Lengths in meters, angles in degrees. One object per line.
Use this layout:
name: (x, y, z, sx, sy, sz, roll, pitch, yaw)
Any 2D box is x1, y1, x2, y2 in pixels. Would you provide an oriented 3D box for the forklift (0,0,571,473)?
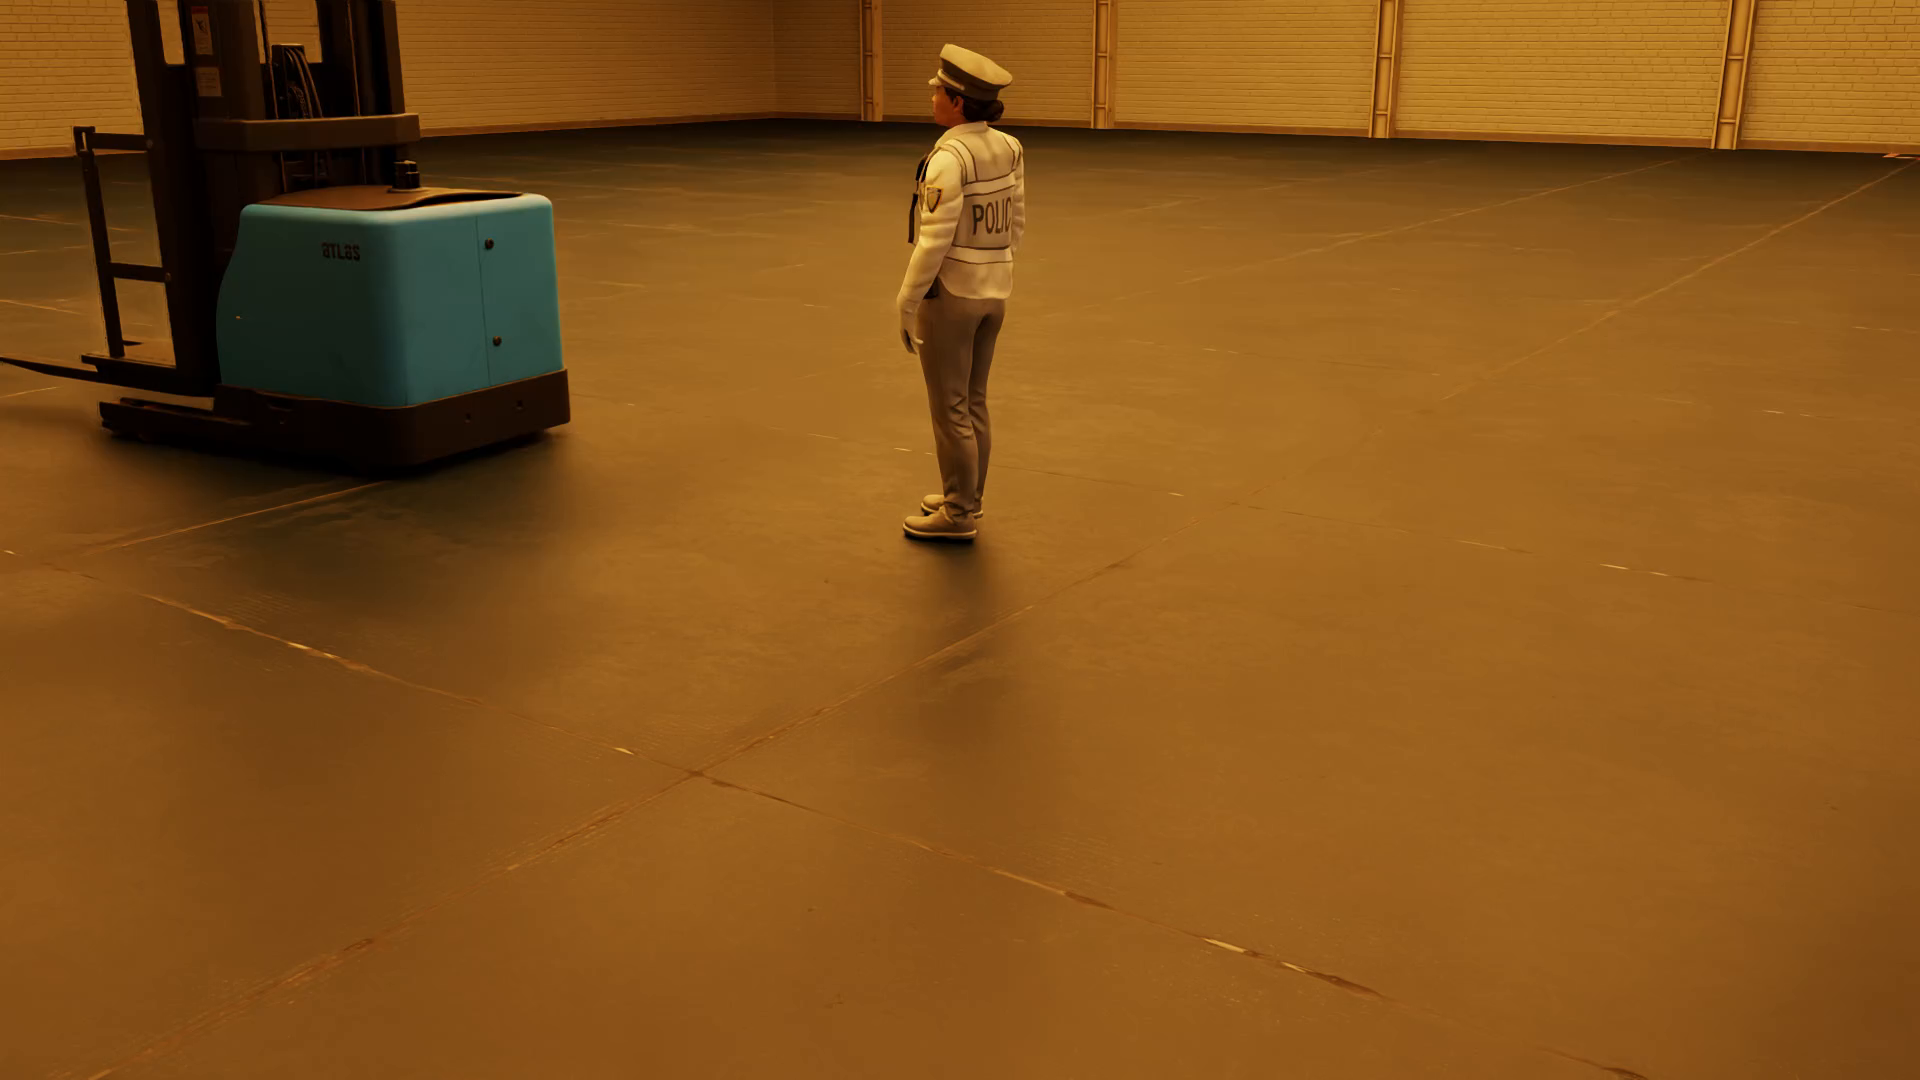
forklift: (-3.291, -1.965, 7.403, 3.031, 2.935, 1.130, 9, 19, 28)

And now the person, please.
person: (-0.053, -0.831, 5.746, 0.531, 1.695, 0.588, 11, 20, 33)
